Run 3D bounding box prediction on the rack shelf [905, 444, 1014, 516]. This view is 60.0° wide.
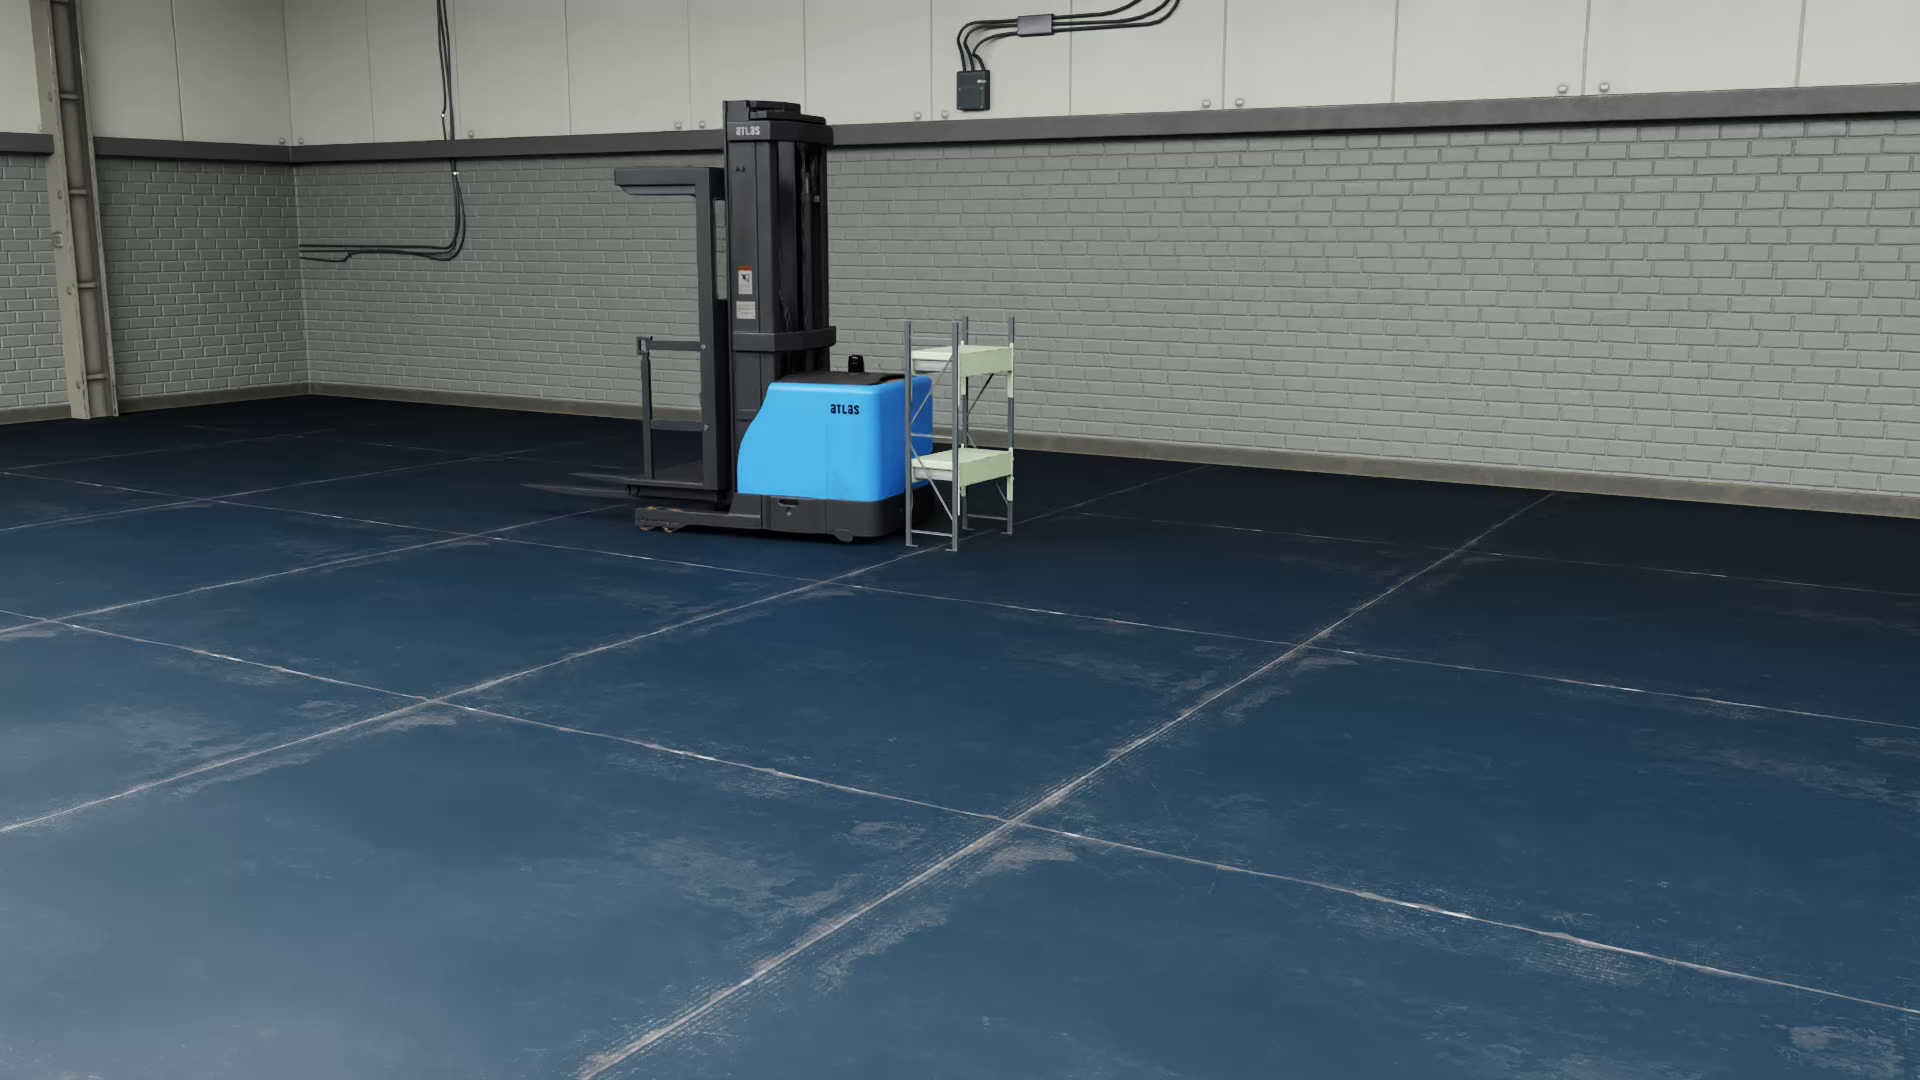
[{"bbox_3d":[0.003,-0.418,11.296,0.431,0.370,0.720,6,12,31],"label":"rack shelf"}]

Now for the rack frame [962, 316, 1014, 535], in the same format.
[{"bbox_3d":[0.193,-0.796,11.544,0.400,1.500,0.023,6,12,31],"label":"rack frame"}]

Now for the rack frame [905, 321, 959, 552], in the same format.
[{"bbox_3d":[-0.187,-0.681,10.929,0.400,1.500,0.023,6,12,31],"label":"rack frame"}]

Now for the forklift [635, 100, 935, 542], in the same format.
[{"bbox_3d":[-1.745,-1.578,11.830,3.031,2.935,1.130,4,11,22],"label":"forklift"}]

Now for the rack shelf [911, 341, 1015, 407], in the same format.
[{"bbox_3d":[0.003,-1.122,11.164,0.431,0.370,0.720,6,12,31],"label":"rack shelf"}]

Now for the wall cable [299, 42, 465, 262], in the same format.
[{"bbox_3d":[-7.134,-4.630,20.081,3.097,2.526,0.112,6,12,31],"label":"wall cable"}]

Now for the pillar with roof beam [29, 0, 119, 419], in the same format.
[{"bbox_3d":[-6.114,-5.407,15.798,9.100,9.000,0.400,6,12,31],"label":"pillar with roof beam"}]

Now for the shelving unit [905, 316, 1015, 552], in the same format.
[{"bbox_3d":[0.003,-0.738,11.236,0.431,1.500,0.755,6,12,31],"label":"shelving unit"}]
